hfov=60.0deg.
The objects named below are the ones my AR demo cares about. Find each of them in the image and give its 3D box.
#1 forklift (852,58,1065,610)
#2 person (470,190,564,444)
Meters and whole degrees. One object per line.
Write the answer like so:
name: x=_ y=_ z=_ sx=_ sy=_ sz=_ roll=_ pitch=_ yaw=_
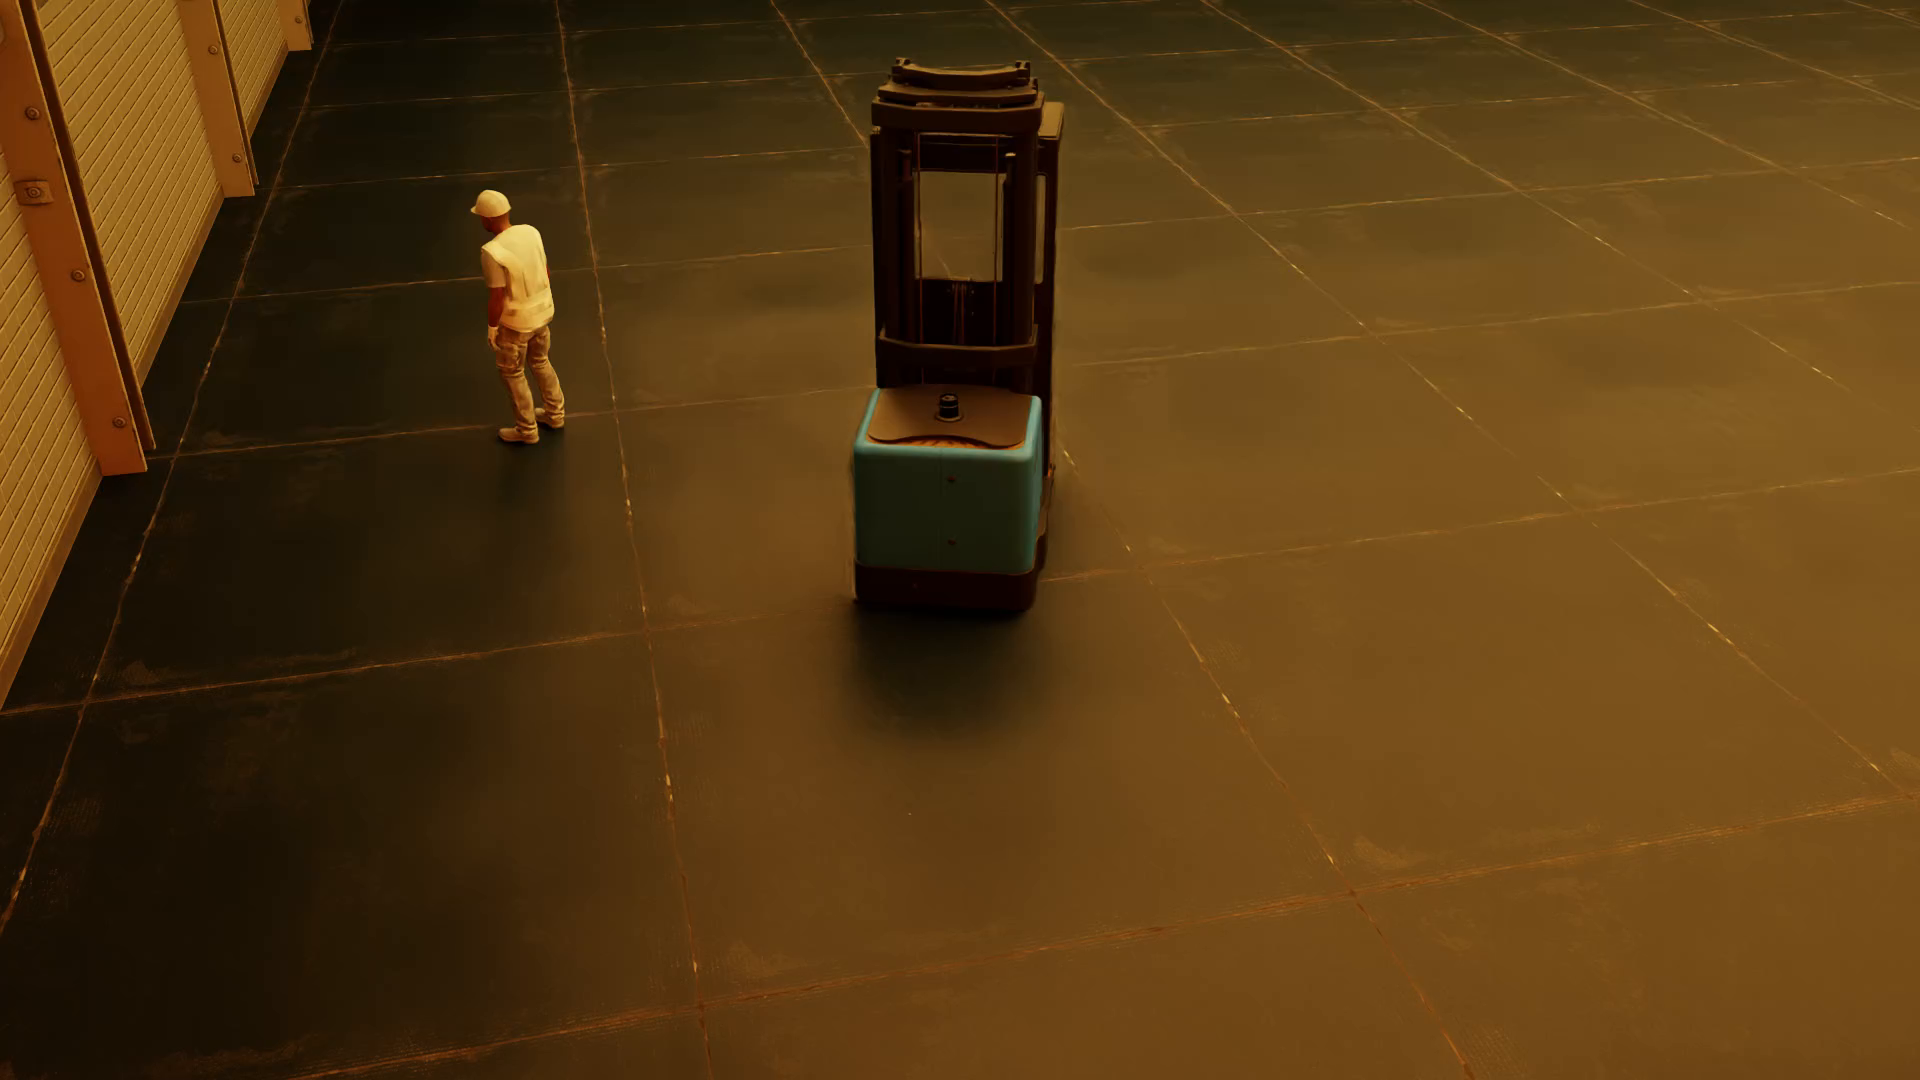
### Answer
forklift: x=0.051 y=-1.576 z=10.297 sx=1.130 sy=2.935 sz=3.031 roll=3 pitch=30 yaw=5
person: x=-3.021 y=-1.526 z=11.371 sx=0.450 sy=1.772 sz=0.617 roll=14 pitch=33 yaw=23
